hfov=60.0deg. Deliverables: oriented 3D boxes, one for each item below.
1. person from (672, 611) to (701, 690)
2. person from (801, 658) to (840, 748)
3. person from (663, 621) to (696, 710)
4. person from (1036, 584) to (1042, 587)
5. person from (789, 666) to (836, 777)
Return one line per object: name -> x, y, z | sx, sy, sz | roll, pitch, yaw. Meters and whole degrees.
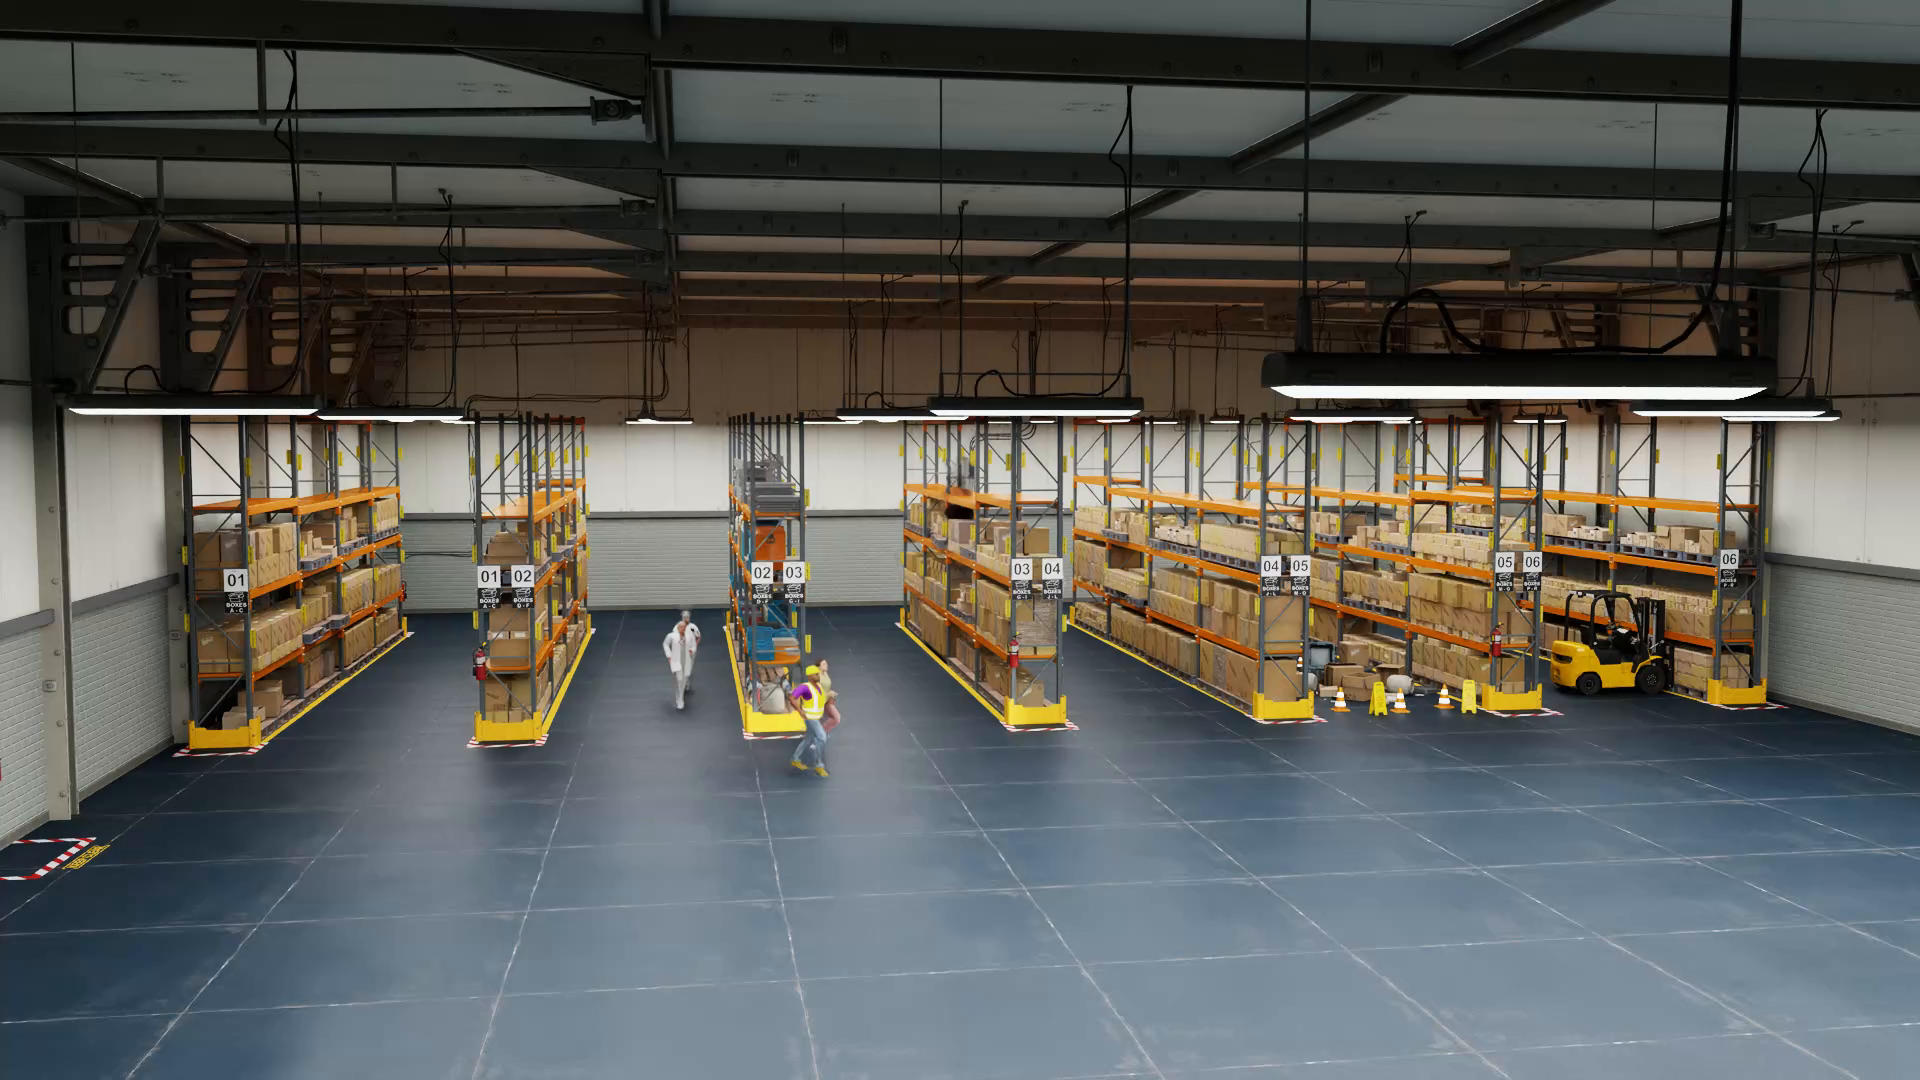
person -> -5.954, 2.398, 36.158 | 0.664, 1.730, 0.601 | -1, 4, -13
person -> -2.454, 2.940, 29.469 | 0.769, 1.515, 0.595 | 2, 4, 30
person -> -5.685, 2.550, 33.910 | 0.613, 1.814, 0.909 | -2, 4, -28
person -> 2.248, 1.729, 46.903 | 0.657, 1.658, 0.610 | 0, 4, 0
person -> -2.437, 2.982, 27.409 | 0.787, 1.830, 0.674 | 1, 4, 16
